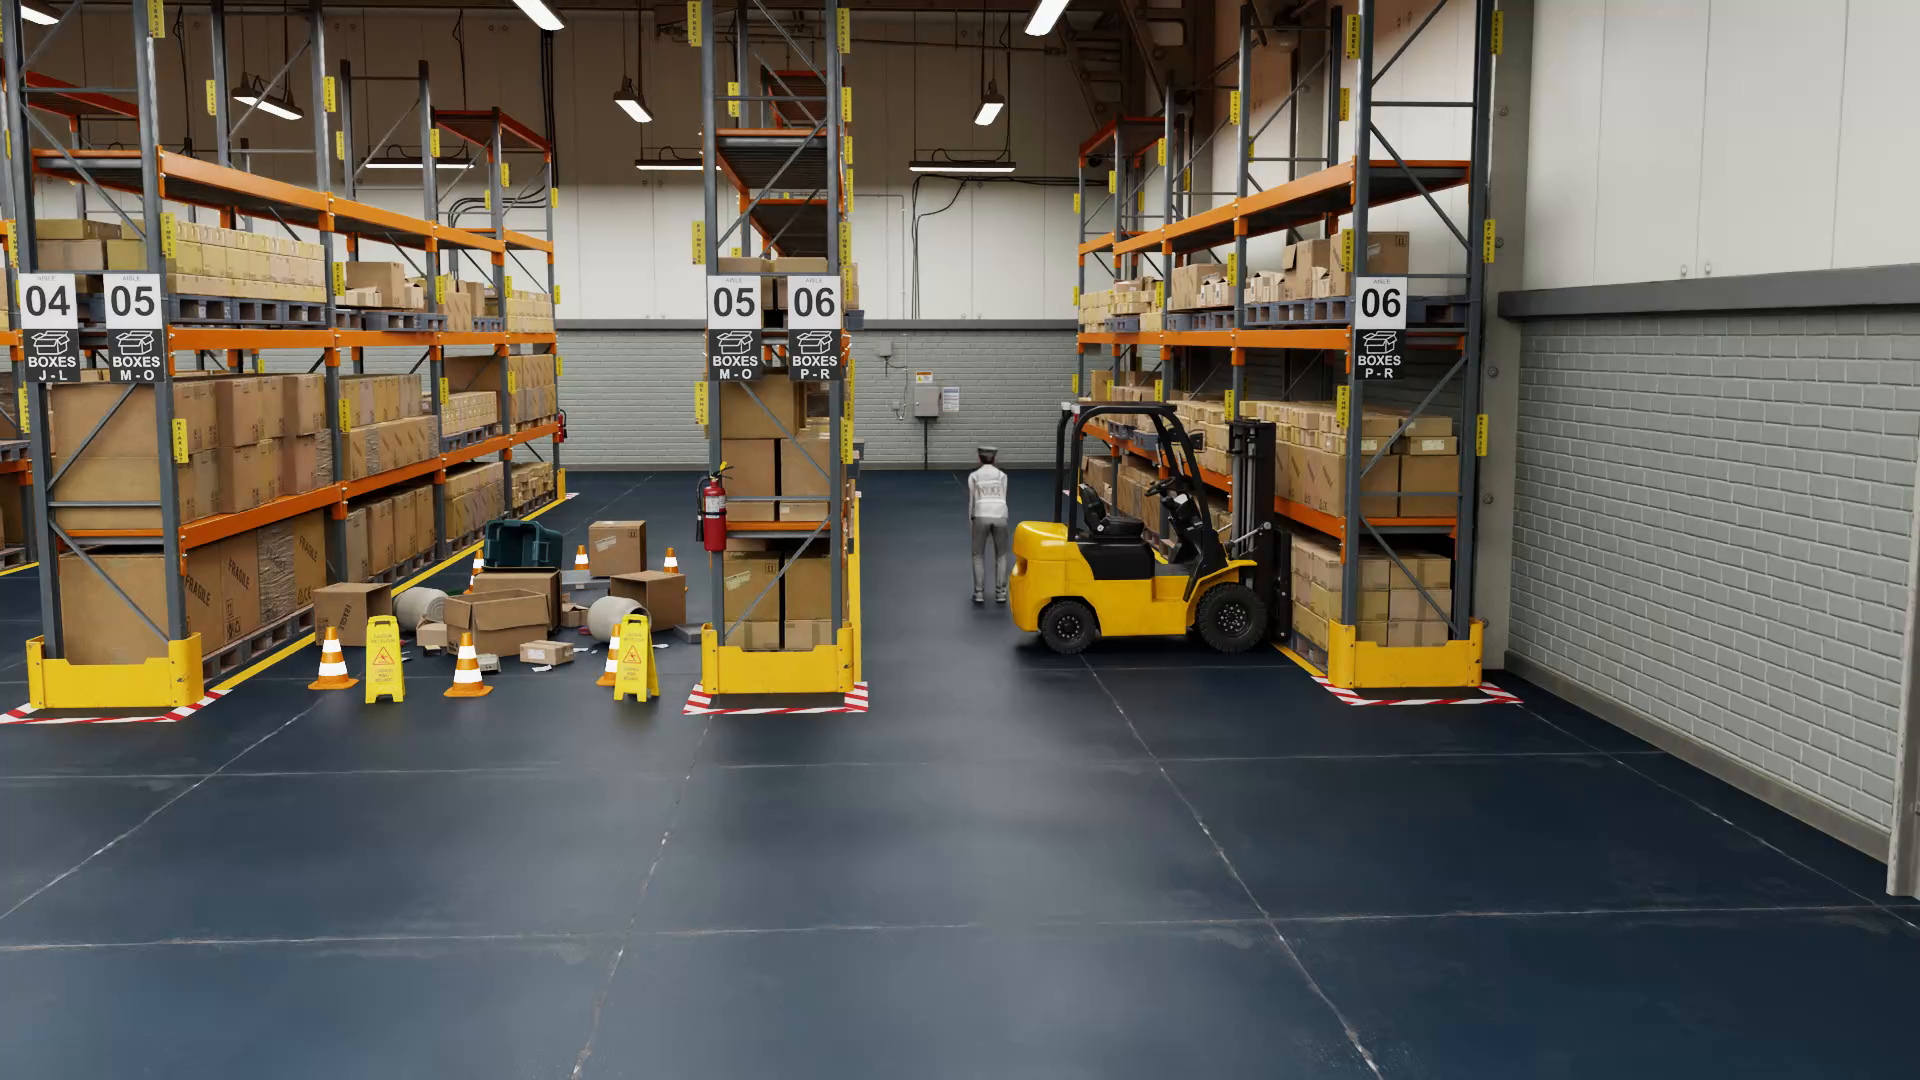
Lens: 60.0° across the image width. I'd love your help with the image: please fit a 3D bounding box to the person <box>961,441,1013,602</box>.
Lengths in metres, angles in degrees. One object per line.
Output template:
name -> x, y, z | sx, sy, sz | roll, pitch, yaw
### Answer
person -> 0.283, -0.188, 17.260 | 0.546, 1.667, 0.370 | -1, 7, -7
